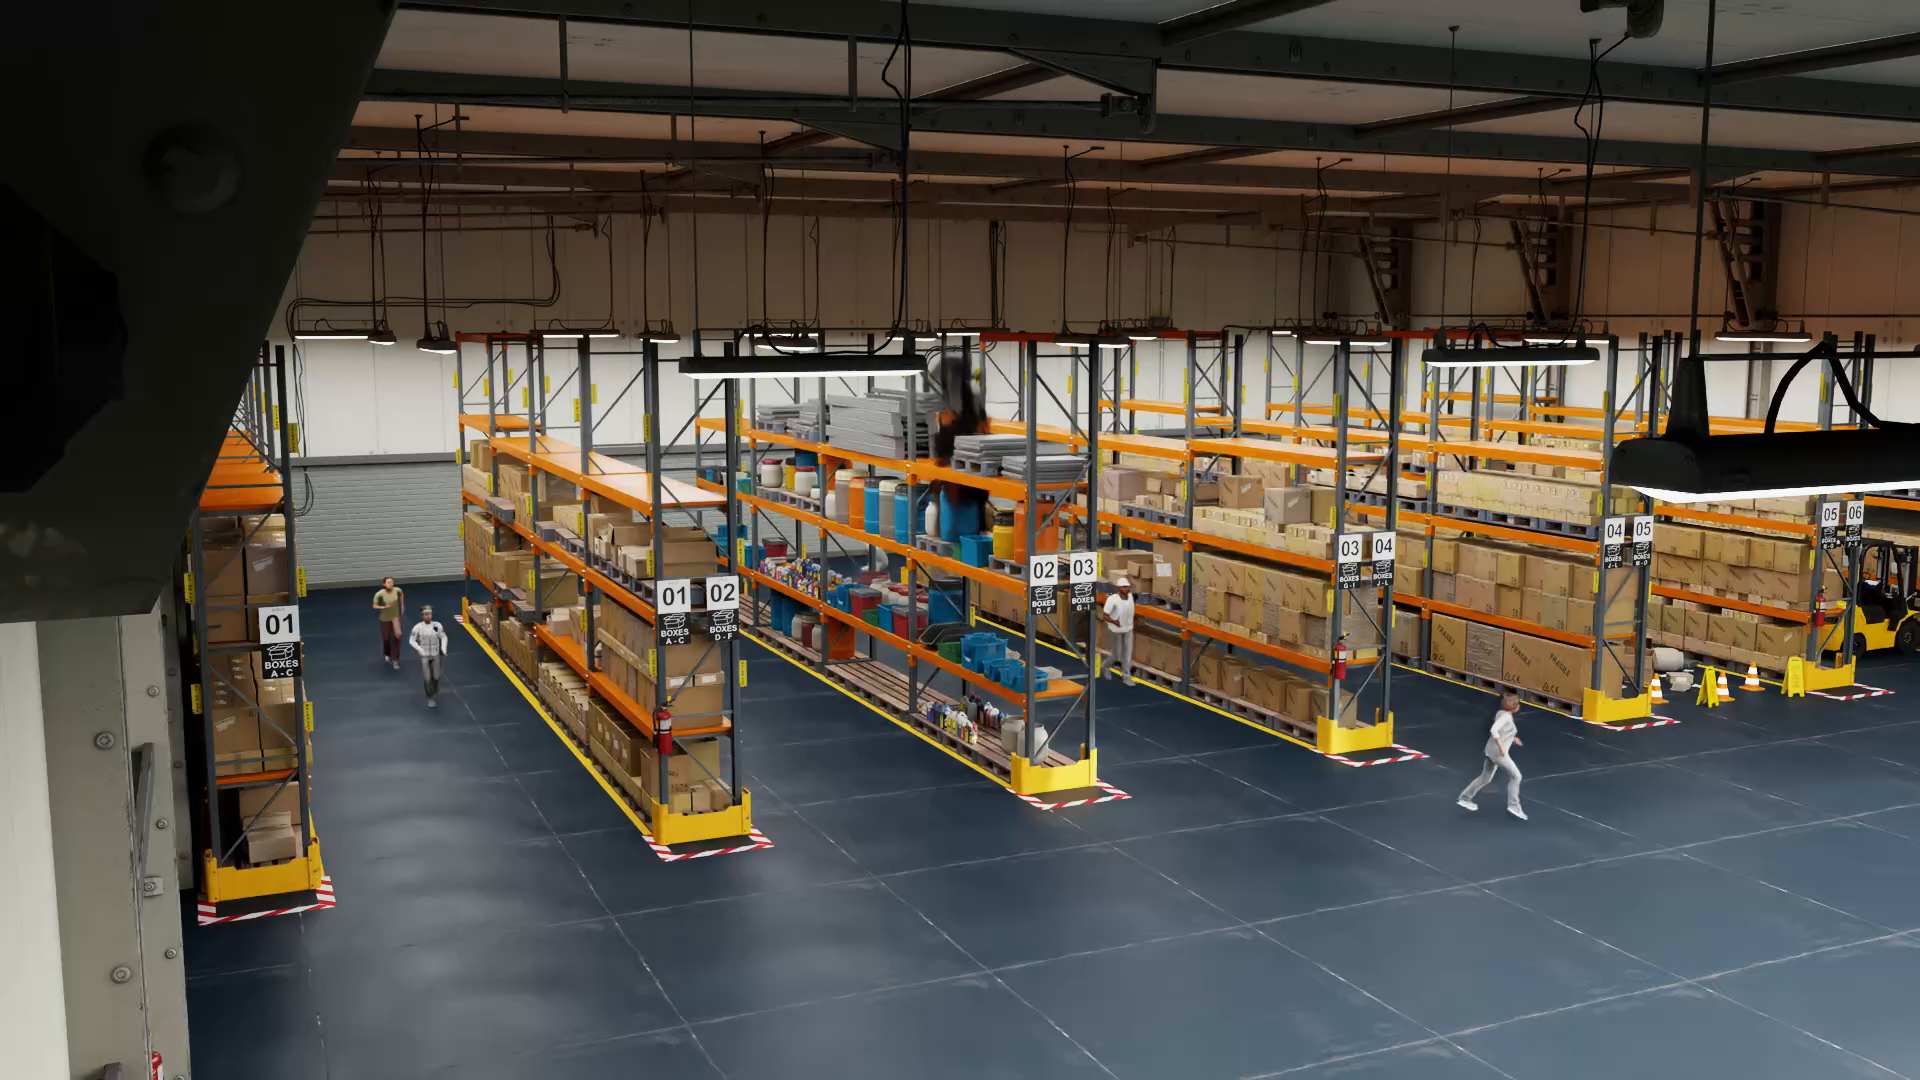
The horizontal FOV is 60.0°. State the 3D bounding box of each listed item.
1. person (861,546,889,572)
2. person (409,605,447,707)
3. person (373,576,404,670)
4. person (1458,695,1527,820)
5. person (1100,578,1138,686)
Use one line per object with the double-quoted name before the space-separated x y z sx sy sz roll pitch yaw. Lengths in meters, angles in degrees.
"person" -1.989 0.188 39.717 0.809 1.606 0.652 -1 8 -5
"person" -8.656 1.876 27.122 0.616 1.659 0.554 -4 8 -24
"person" -10.324 1.466 30.063 0.599 1.700 0.820 -5 9 -33
"person" 6.755 2.734 20.983 0.841 1.589 0.566 1 8 7
"person" 2.645 1.488 27.421 0.686 1.768 0.825 -4 9 -30
